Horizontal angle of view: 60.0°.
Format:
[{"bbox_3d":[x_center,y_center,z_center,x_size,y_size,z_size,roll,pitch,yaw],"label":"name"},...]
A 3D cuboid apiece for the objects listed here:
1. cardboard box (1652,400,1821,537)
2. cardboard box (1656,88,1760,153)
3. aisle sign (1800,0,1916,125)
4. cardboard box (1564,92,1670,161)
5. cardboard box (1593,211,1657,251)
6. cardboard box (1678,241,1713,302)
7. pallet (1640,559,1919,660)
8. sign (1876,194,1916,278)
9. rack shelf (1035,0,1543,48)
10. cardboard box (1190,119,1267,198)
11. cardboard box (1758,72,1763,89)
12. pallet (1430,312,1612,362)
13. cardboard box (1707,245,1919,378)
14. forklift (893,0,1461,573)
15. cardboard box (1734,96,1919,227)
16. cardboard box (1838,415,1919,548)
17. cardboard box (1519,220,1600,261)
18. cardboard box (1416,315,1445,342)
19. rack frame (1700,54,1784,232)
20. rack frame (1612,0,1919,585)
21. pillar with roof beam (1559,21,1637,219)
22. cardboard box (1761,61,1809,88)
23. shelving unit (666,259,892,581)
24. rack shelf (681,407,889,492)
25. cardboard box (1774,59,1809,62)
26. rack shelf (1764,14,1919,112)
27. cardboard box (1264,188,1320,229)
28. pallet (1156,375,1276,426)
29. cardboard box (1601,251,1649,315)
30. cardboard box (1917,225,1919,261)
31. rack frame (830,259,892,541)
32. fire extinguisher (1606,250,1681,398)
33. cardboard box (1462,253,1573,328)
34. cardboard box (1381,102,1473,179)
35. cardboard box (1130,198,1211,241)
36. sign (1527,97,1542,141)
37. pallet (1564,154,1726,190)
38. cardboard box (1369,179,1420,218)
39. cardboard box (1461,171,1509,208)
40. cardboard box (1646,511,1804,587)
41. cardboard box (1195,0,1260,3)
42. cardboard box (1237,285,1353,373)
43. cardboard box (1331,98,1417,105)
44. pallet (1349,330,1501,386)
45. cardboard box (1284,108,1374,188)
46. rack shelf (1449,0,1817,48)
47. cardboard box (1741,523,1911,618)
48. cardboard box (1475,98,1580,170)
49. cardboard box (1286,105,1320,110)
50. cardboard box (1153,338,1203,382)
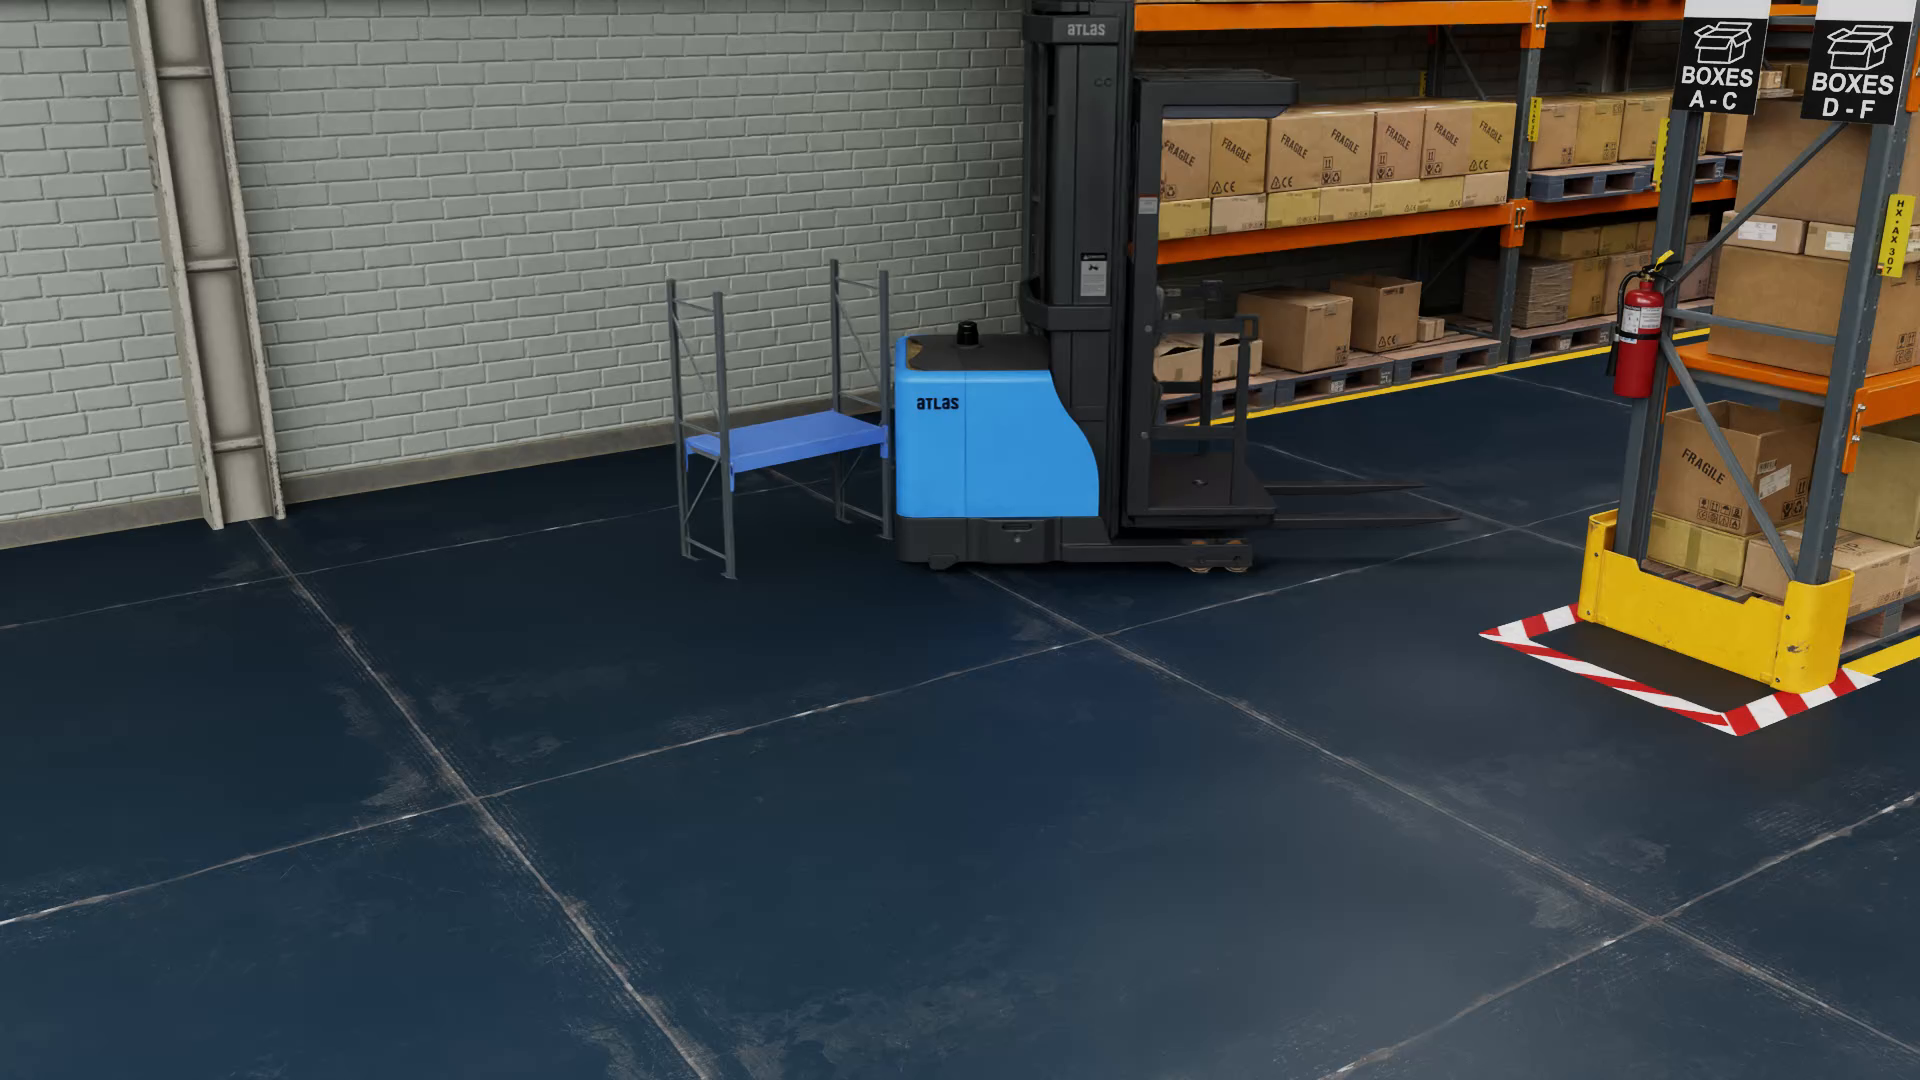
[{"bbox_3d":[3.769,-0.358,8.086,0.500,0.500,0.500,-12,22,-31],"label":"cardboard box"},{"bbox_3d":[6.599,-3.730,14.752,0.500,0.500,0.700,-14,23,-36],"label":"cardboard box"},{"bbox_3d":[3.598,-2.070,6.625,0.004,0.787,0.394,-12,22,-31],"label":"aisle sign"},{"bbox_3d":[5.545,-3.518,14.125,0.500,0.500,0.700,-9,21,-24],"label":"cardboard box"},{"bbox_3d":[5.928,-2.729,14.678,0.500,0.250,0.500,-12,22,-32],"label":"cardboard box"},{"bbox_3d":[6.371,-2.489,15.141,0.500,0.500,0.700,-12,22,-31],"label":"cardboard box"},{"bbox_3d":[4.100,0.243,8.196,1.213,0.211,1.003,-12,22,-31],"label":"pallet"},{"bbox_3d":[3.785,-1.230,6.725,0.005,0.325,0.100,-12,22,-31],"label":"sign"},{"bbox_3d":[2.427,-3.689,11.913,4.000,0.370,1.077,-12,22,-31],"label":"rack shelf"},{"bbox_3d":[1.739,-2.638,11.397,0.500,0.500,0.500,-12,22,-31],"label":"cardboard box"},{"bbox_3d":[6.906,-4.099,14.831,0.250,0.149,0.380,-17,25,-40],"label":"cardboard box"},{"bbox_3d":[4.747,-1.778,14.173,1.213,0.211,1.003,-12,22,-31],"label":"pallet"},{"bbox_3d":[3.881,-1.058,7.535,0.500,0.500,0.700,-12,22,-31],"label":"cardboard box"},{"bbox_3d":[1.156,-1.385,8.765,3.031,2.935,1.130,-1,19,-2],"label":"forklift"},{"bbox_3d":[3.925,-1.682,7.355,0.500,0.500,0.700,-12,22,-31],"label":"cardboard box"},{"bbox_3d":[4.471,-0.307,7.937,0.500,0.500,0.500,-12,22,-31],"label":"cardboard box"},{"bbox_3d":[5.069,-2.553,14.158,0.500,0.250,0.500,-12,22,-33],"label":"cardboard box"},{"bbox_3d":[3.667,-1.725,13.401,0.250,0.166,0.380,-16,24,-38],"label":"cardboard box"},{"bbox_3d":[7.438,-3.666,15.404,0.127,3.000,1.000,-12,22,-31],"label":"rack frame"},{"bbox_3d":[3.484,-0.932,7.318,0.127,3.000,1.000,-12,22,-31],"label":"rack frame"},{"bbox_3d":[8.244,-5.358,11.044,0.400,9.000,9.100,-12,22,-31],"label":"pillar with roof beam"},{"bbox_3d":[7.674,-4.368,15.658,0.500,0.250,0.500,-11,22,-30],"label":"cardboard box"},{"bbox_3d":[-0.940,-0.668,8.878,1.048,1.500,0.538,-15,24,-37],"label":"shelving unit"},{"bbox_3d":[-0.940,-0.497,8.935,1.000,0.185,0.538,-15,24,-37],"label":"rack shelf"},{"bbox_3d":[8.109,-4.458,15.925,0.500,0.250,0.500,-13,22,-33],"label":"cardboard box"},{"bbox_3d":[5.155,-2.365,7.995,4.000,0.370,1.077,-12,22,-31],"label":"rack shelf"},{"bbox_3d":[2.193,-2.379,11.802,0.500,0.250,0.500,-12,22,-32],"label":"cardboard box"},{"bbox_3d":[1.518,-1.083,12.117,1.213,0.211,1.003,-12,22,-31],"label":"pallet"},{"bbox_3d":[5.555,-2.303,14.589,0.500,0.500,0.700,-12,22,-31],"label":"cardboard box"},{"bbox_3d":[4.149,-1.346,7.372,0.250,0.149,0.380,-13,22,-33],"label":"cardboard box"},{"bbox_3d":[-0.546,-0.771,9.182,0.032,1.500,0.500,-15,24,-37],"label":"rack frame"},{"bbox_3d":[3.130,-0.999,7.637,0.183,0.674,0.296,-12,22,-31],"label":"fire extinguisher"},{"bbox_3d":[4.703,-2.119,14.046,0.500,0.500,0.700,-11,22,-30],"label":"cardboard box"},{"bbox_3d":[3.459,-2.999,12.465,0.500,0.500,0.500,-12,22,-32],"label":"cardboard box"},{"bbox_3d":[1.339,-2.196,11.260,0.500,0.250,0.500,-13,22,-33],"label":"cardboard box"},{"bbox_3d":[4.402,-3.227,12.756,0.005,0.325,0.100,-12,22,-31],"label":"sign"},{"bbox_3d":[5.807,-3.215,14.371,1.213,0.211,1.003,-12,22,-31],"label":"pallet"},{"bbox_3d":[3.036,-2.557,12.327,0.500,0.250,0.500,-12,22,-32],"label":"cardboard box"},{"bbox_3d":[3.869,-2.735,12.854,0.500,0.250,0.500,-12,22,-31],"label":"cardboard box"},{"bbox_3d":[3.770,-0.002,8.205,0.500,0.250,0.500,-12,22,-31],"label":"cardboard box"},{"bbox_3d":[1.642,-3.811,10.964,0.500,0.500,0.500,-10,21,-28],"label":"cardboard box"},{"bbox_3d":[2.500,-1.595,12.495,0.500,0.500,0.700,-14,23,-35],"label":"cardboard box"},{"bbox_3d":[3.156,-3.138,12.874,0.500,0.500,0.500,-12,22,-32],"label":"cardboard box"},{"bbox_3d":[3.556,-1.512,13.388,1.213,0.211,1.003,-12,22,-31],"label":"pallet"},{"bbox_3d":[2.599,-2.822,11.940,0.500,0.500,0.500,-11,22,-30],"label":"cardboard box"},{"bbox_3d":[5.768,-4.394,13.997,4.000,0.370,1.077,-12,22,-31],"label":"rack shelf"},{"bbox_3d":[4.055,0.137,7.795,0.500,0.250,0.500,-12,22,-31],"label":"cardboard box"},{"bbox_3d":[4.541,-3.297,13.471,0.500,0.500,0.700,-12,22,-31],"label":"cardboard box"},{"bbox_3d":[2.309,-2.957,12.340,0.500,0.500,0.500,-12,22,-31],"label":"cardboard box"},{"bbox_3d":[1.384,-1.289,11.885,0.500,0.311,0.500,-15,24,-37],"label":"cardboard box"}]
